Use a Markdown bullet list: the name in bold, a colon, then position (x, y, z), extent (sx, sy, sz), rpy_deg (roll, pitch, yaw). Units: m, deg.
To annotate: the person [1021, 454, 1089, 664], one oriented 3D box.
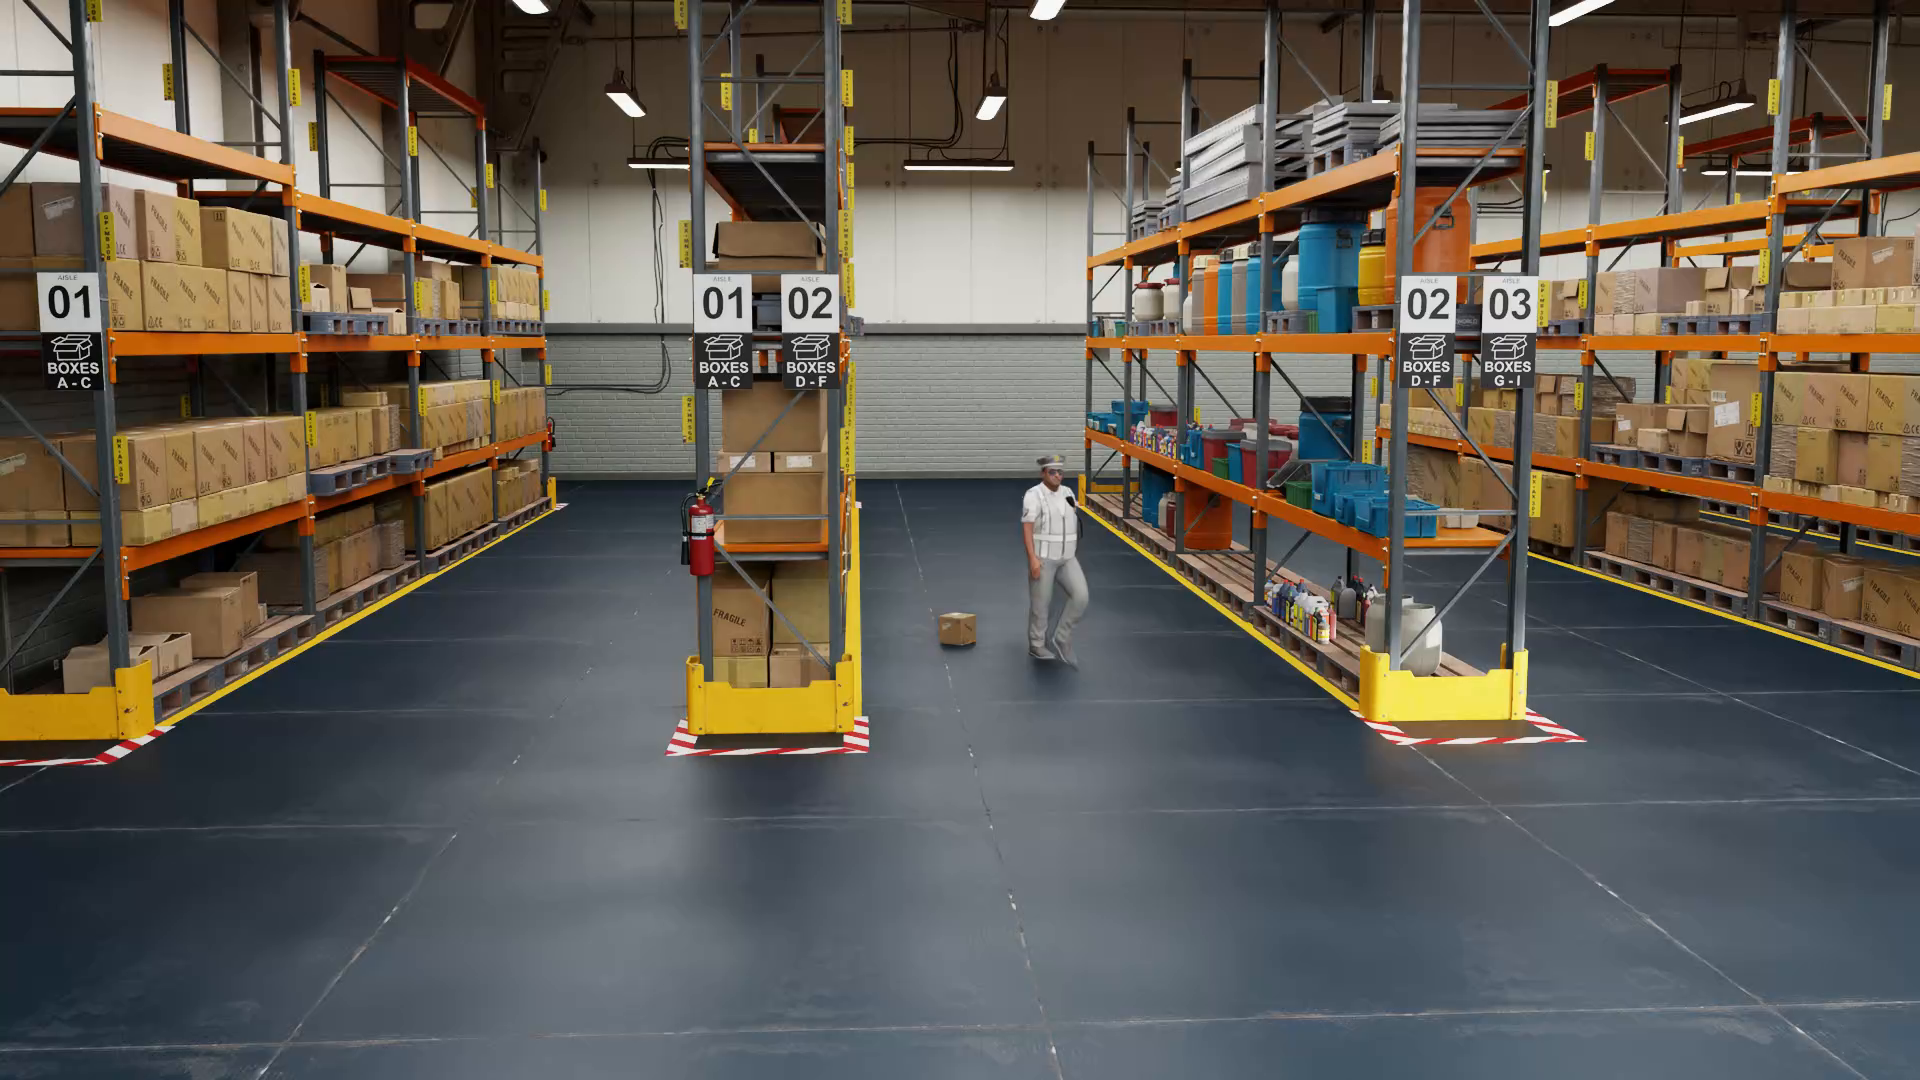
- **person**: position (0.804, 0.181, 14.186), extent (0.565, 1.833, 0.499), rpy_deg (-4, 8, -29)
